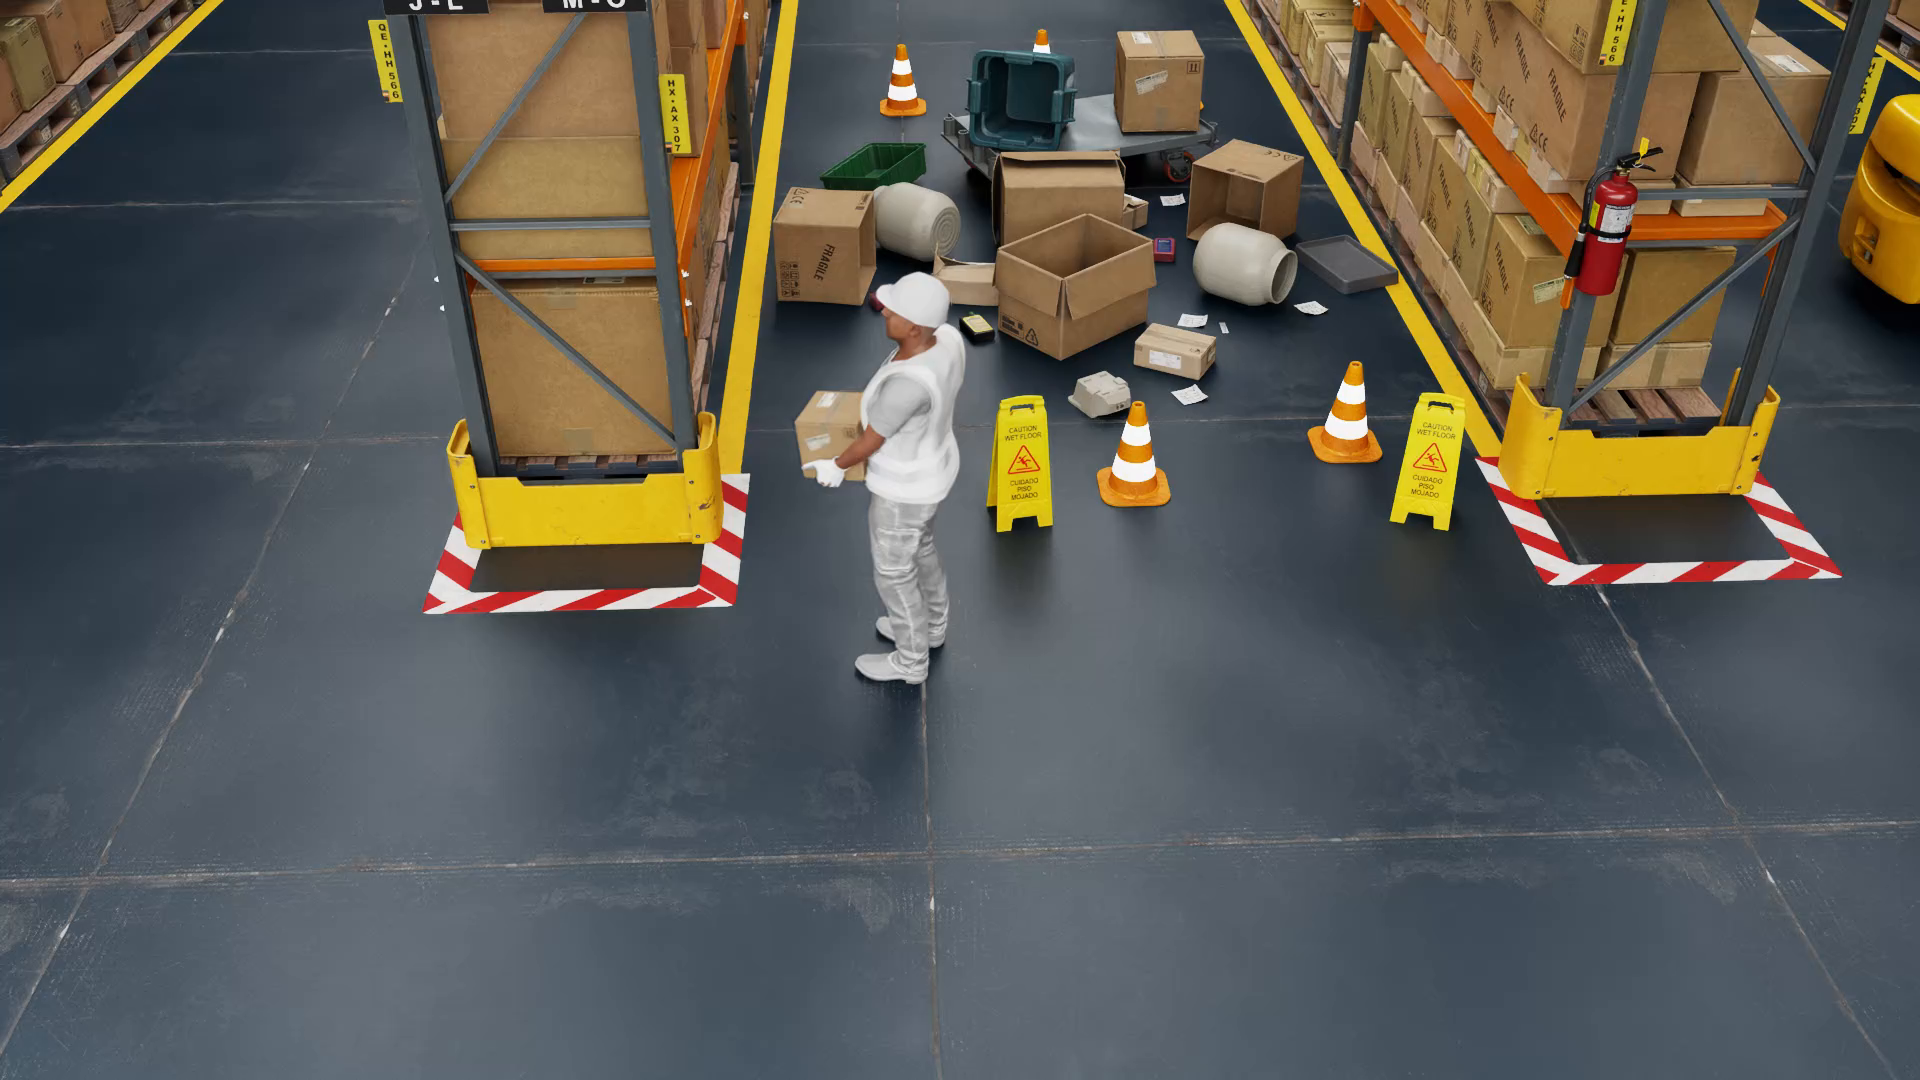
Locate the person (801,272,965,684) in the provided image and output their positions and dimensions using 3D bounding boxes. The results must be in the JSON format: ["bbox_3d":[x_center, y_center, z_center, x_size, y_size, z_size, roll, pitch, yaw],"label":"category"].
[{"bbox_3d":[-0.294,-0.246,6.482,0.579,1.782,0.494,9,36,13],"label":"person"}]
